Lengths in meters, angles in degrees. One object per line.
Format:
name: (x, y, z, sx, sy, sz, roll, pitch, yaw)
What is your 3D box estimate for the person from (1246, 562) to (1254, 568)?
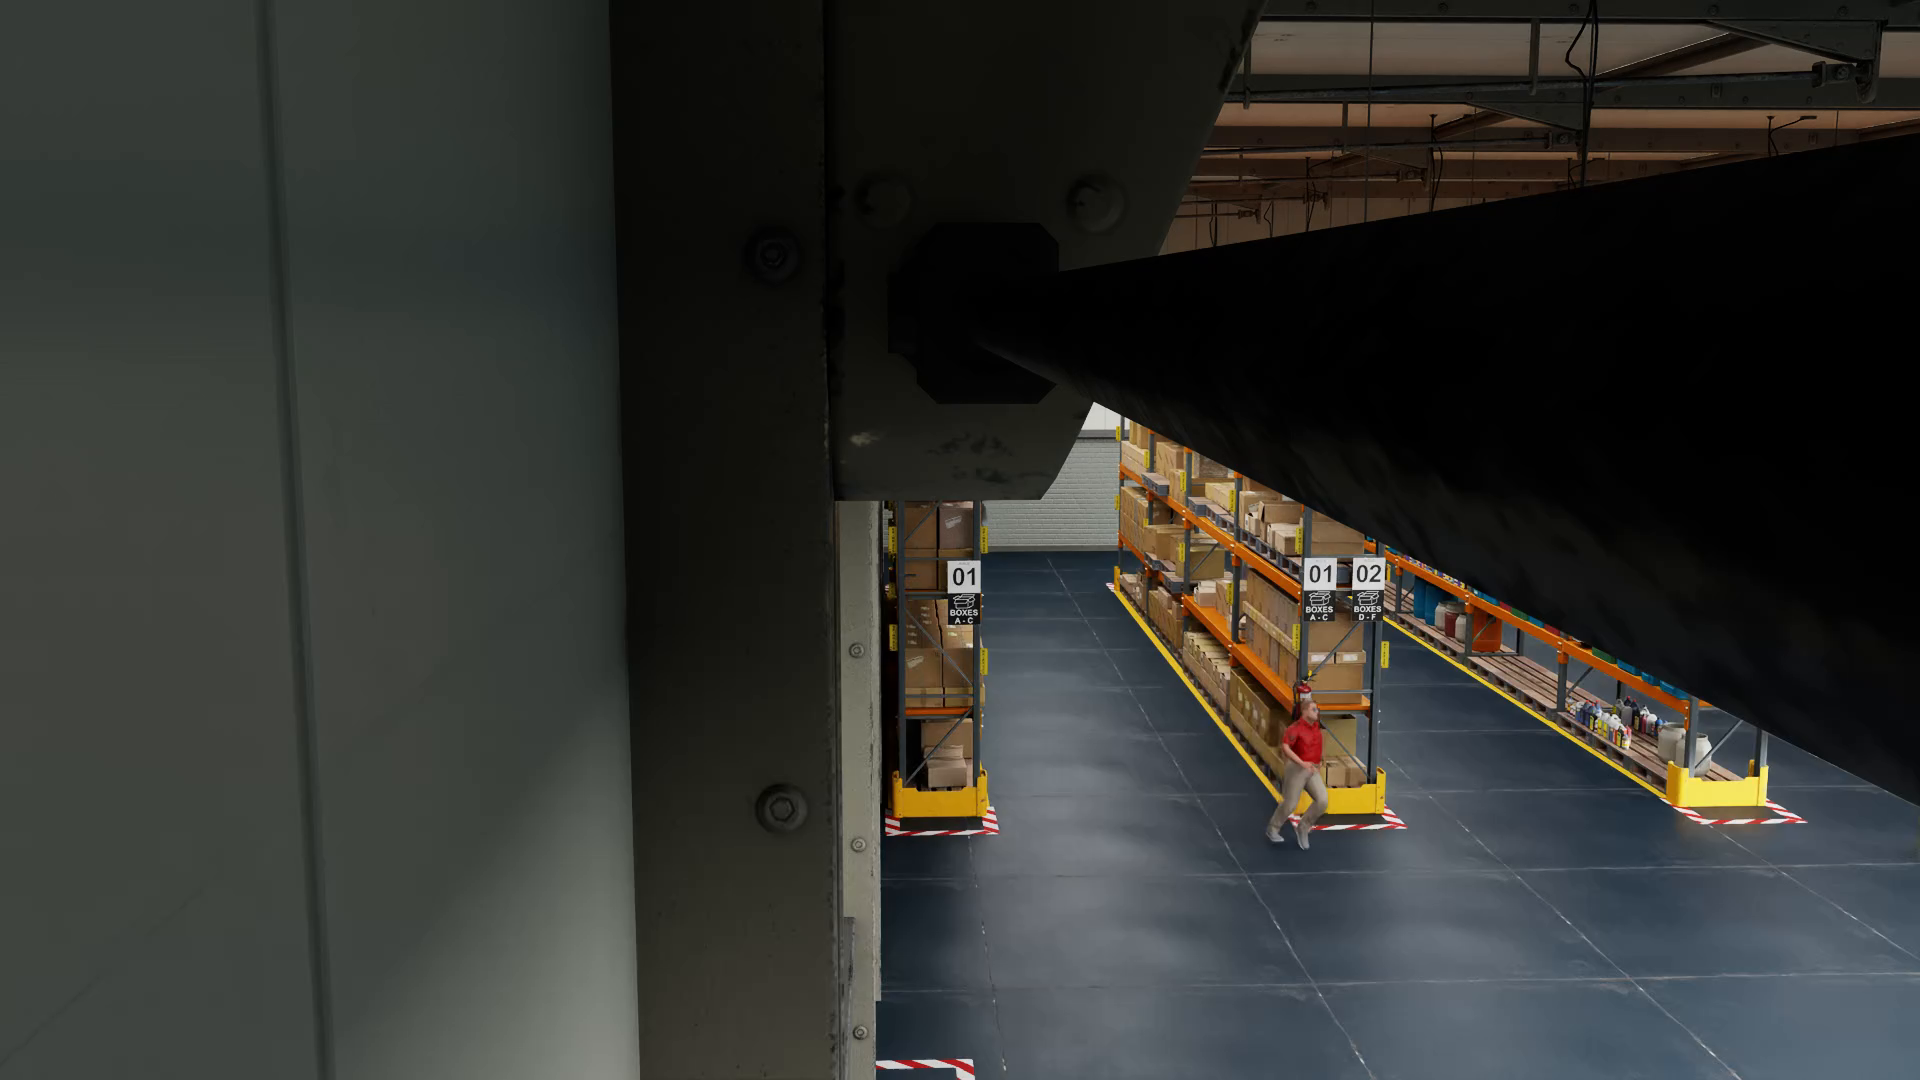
person: (6.139, 0.499, 34.251, 0.559, 1.573, 0.758, -2, 8, -13)

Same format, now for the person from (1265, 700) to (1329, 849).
person: (4.010, 2.732, 19.427, 0.712, 1.735, 0.662, -6, 10, -36)
